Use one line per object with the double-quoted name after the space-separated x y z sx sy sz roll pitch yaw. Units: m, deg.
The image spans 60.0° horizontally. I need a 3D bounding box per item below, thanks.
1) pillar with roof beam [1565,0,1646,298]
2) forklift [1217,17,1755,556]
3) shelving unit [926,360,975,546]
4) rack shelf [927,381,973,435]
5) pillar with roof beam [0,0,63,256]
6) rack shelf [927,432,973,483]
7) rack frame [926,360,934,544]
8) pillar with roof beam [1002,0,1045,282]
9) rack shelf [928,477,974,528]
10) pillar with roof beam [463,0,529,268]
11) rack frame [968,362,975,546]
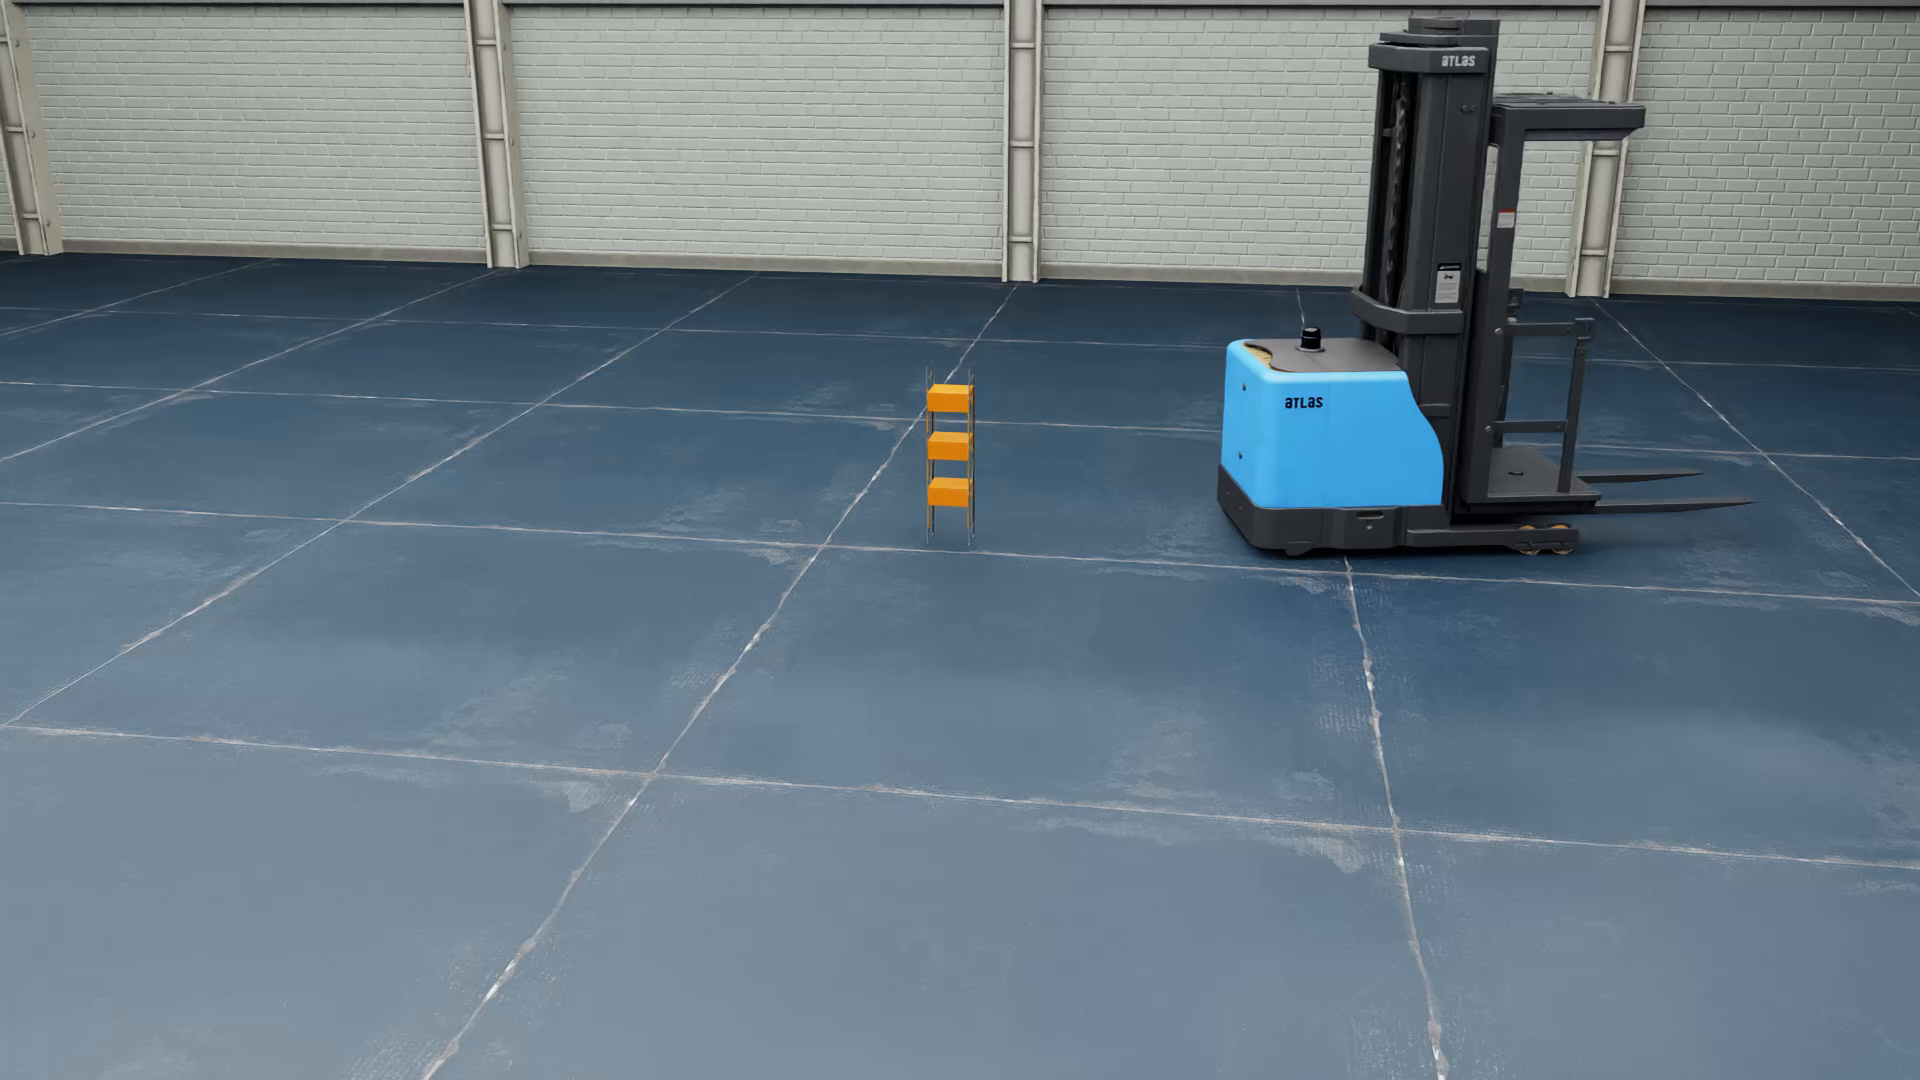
5.921 -5.503 12.069 0.400 9.000 9.100 3 19 9 "pillar with roof beam"
3.137 -1.470 9.576 3.031 2.935 1.130 -1 19 -4 "forklift"
-0.053 -0.501 9.645 0.252 1.050 0.215 3 19 9 "shelving unit"
-0.053 -0.760 9.558 0.240 0.259 0.215 3 19 9 "rack shelf"
-11.851 -6.409 14.776 0.400 9.000 9.100 3 19 9 "pillar with roof beam"
-0.053 -0.491 9.648 0.240 0.259 0.215 3 19 9 "rack shelf"
-0.173 -0.507 9.663 0.008 1.050 0.200 3 19 9 "rack frame"
-0.003 -5.805 12.971 0.400 9.000 9.100 3 19 9 "pillar with roof beam"
-0.053 -0.227 9.736 0.240 0.259 0.215 3 19 9 "rack shelf"
-5.927 -6.107 13.874 0.400 9.000 9.100 3 19 9 "pillar with roof beam"
0.068 -0.494 9.626 0.008 1.050 0.200 3 19 9 "rack frame"
